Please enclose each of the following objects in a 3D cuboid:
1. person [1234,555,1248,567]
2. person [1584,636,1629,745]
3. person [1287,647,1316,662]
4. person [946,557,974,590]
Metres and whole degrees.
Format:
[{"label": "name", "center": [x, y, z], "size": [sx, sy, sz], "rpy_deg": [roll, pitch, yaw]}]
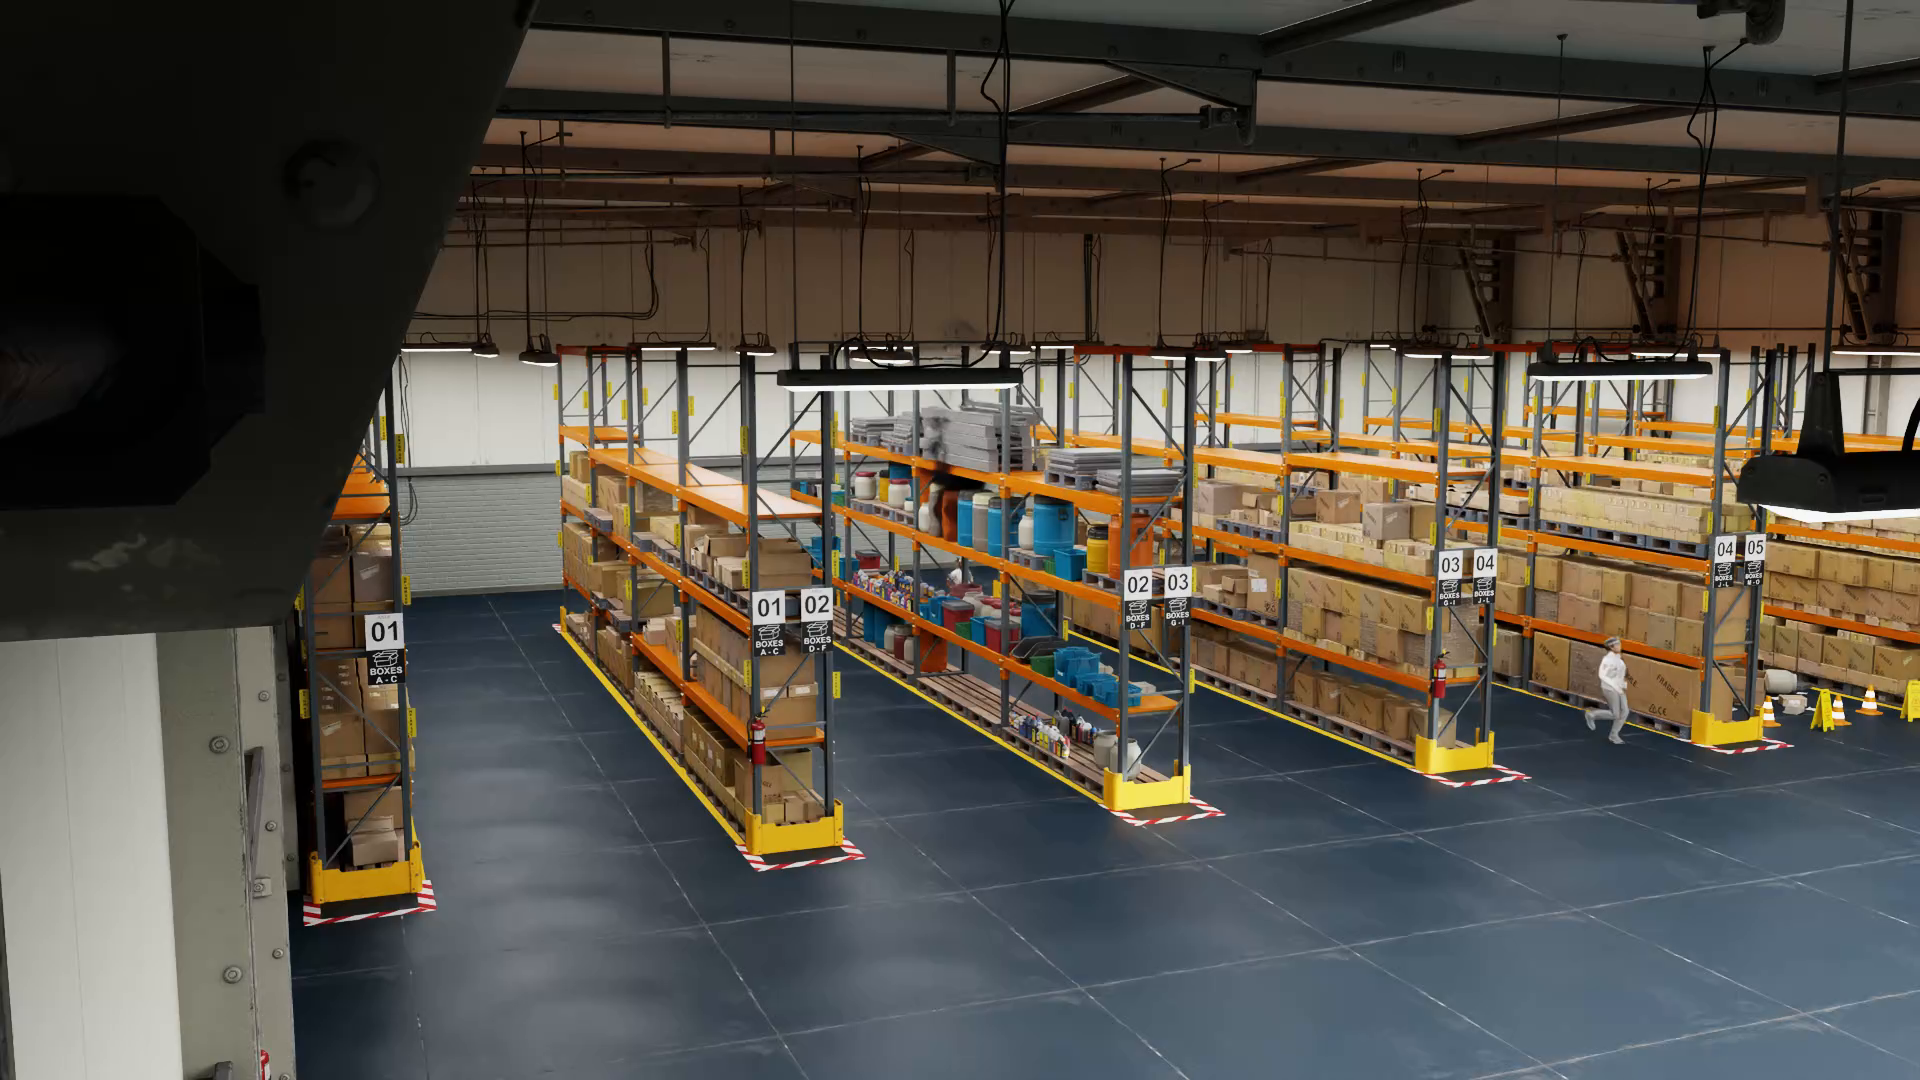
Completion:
[{"label": "person", "center": [7.348, 0.054, 43.008], "size": [0.578, 1.640, 0.616], "rpy_deg": [-6, 9, -39]}, {"label": "person", "center": [9.984, 2.285, 25.588], "size": [0.643, 1.678, 0.627], "rpy_deg": [7, 10, 42]}, {"label": "person", "center": [6.563, 1.436, 32.059], "size": [0.693, 1.783, 0.938], "rpy_deg": [-4, 8, -29]}, {"label": "person", "center": [0.028, 1.164, 34.191], "size": [0.585, 1.695, 0.688], "rpy_deg": [-4, 8, -26]}]
